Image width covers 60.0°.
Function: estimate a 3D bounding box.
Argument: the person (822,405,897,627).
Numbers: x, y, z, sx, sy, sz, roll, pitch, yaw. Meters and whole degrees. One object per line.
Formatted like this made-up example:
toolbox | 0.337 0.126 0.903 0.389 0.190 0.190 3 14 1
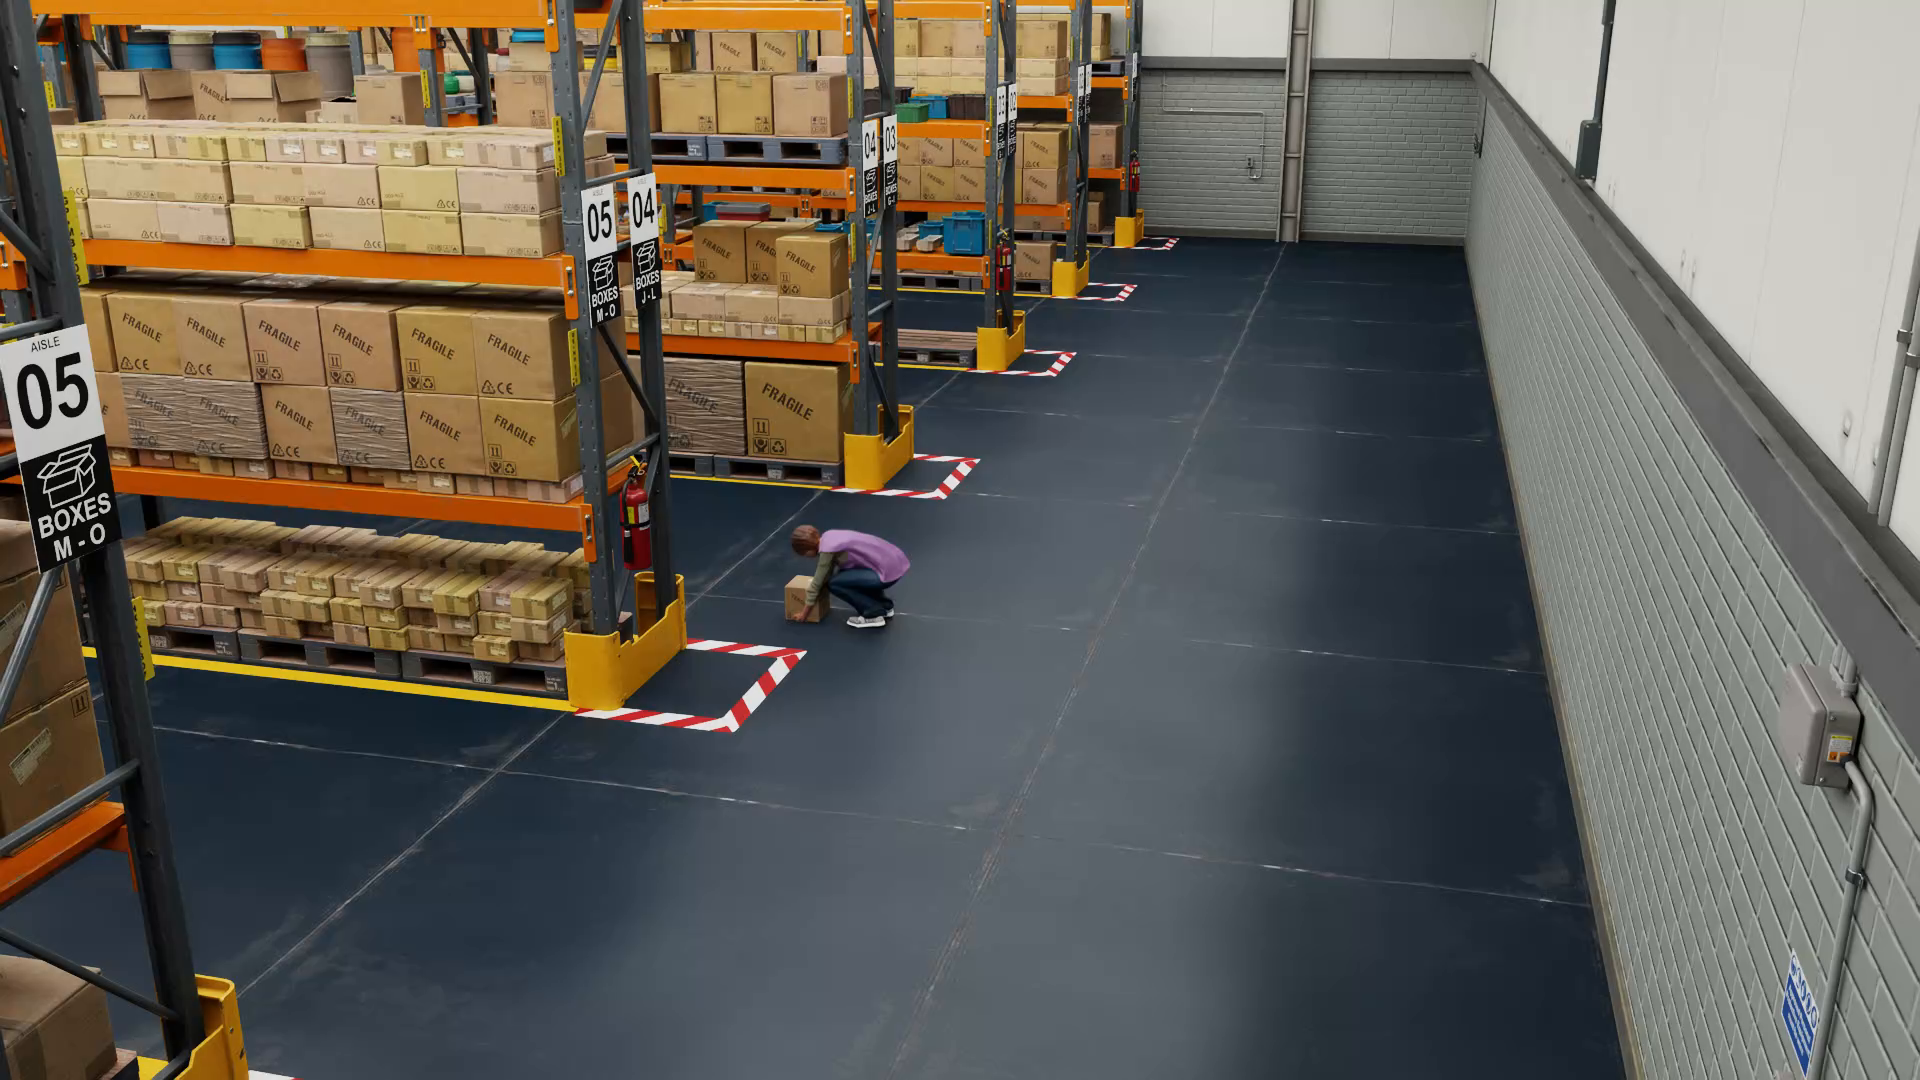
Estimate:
person | -0.687 -0.180 11.621 0.499 1.590 0.404 5 19 14
